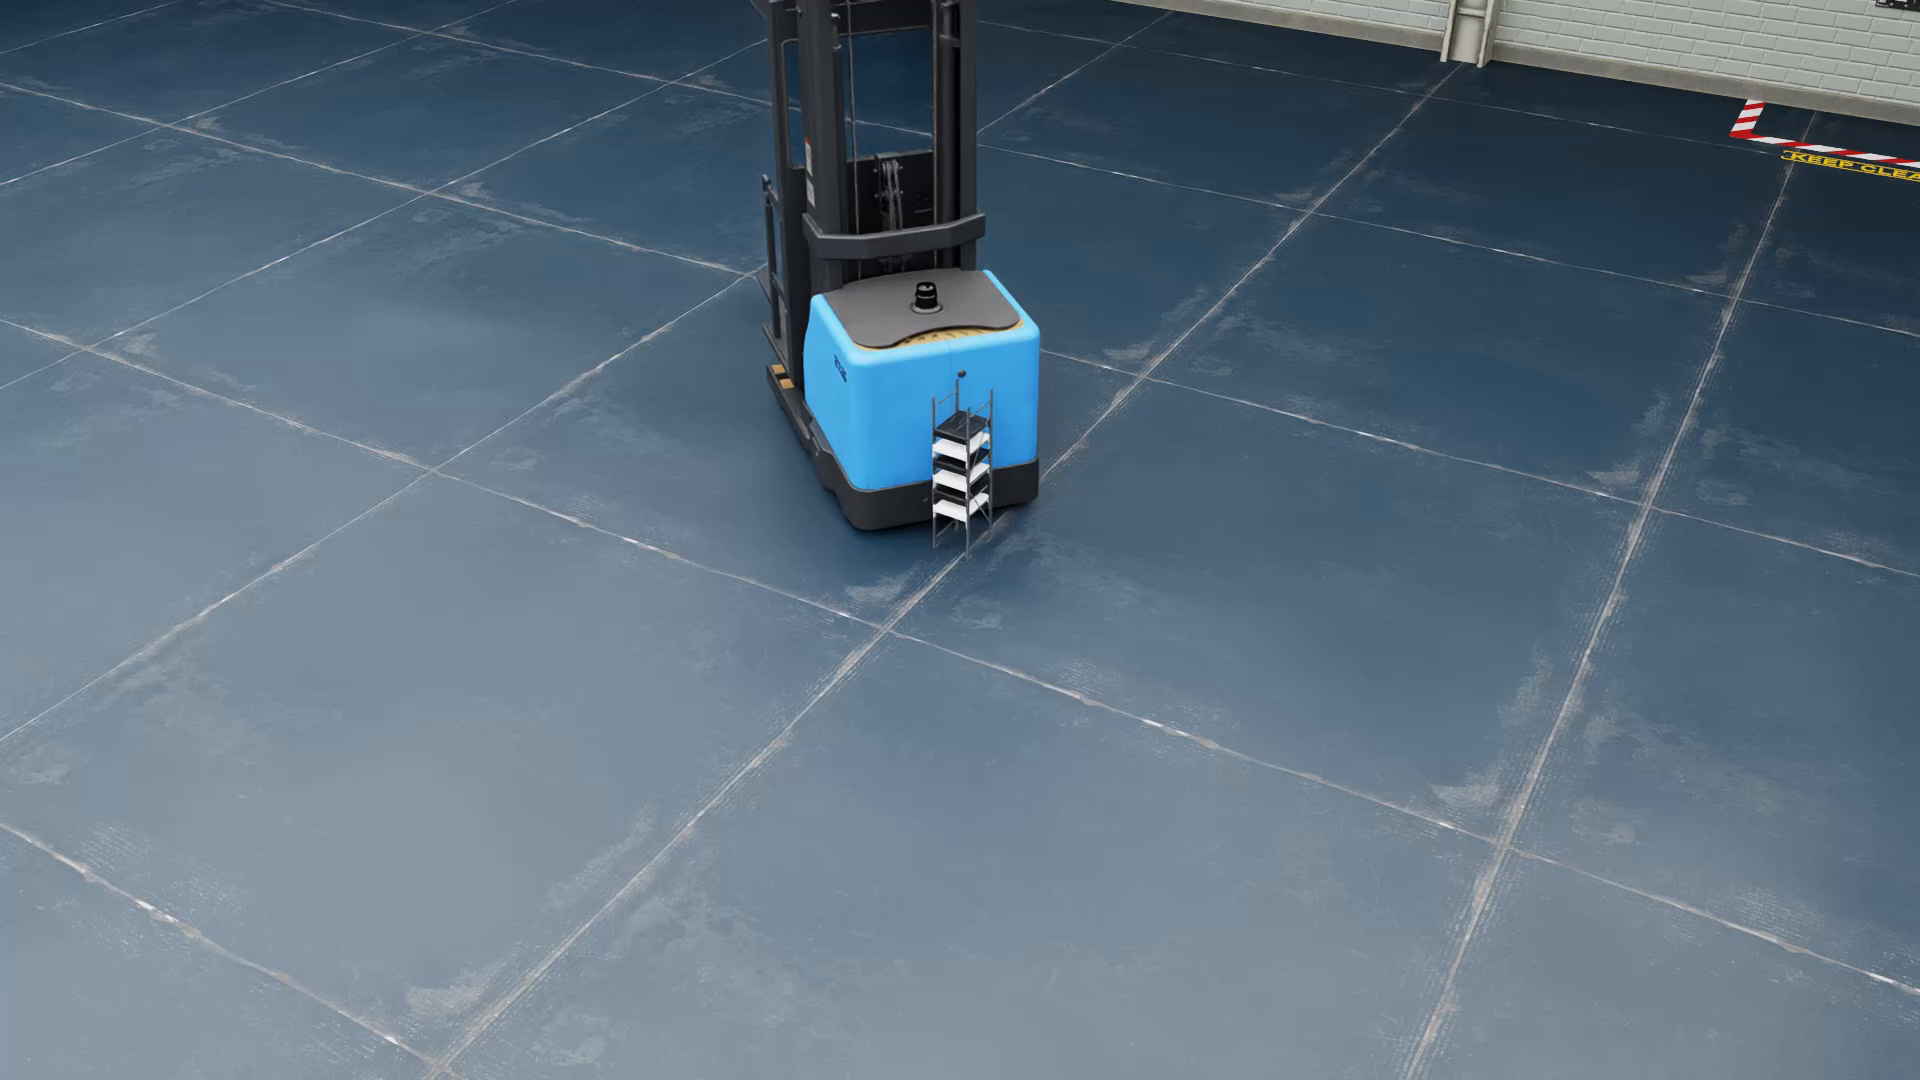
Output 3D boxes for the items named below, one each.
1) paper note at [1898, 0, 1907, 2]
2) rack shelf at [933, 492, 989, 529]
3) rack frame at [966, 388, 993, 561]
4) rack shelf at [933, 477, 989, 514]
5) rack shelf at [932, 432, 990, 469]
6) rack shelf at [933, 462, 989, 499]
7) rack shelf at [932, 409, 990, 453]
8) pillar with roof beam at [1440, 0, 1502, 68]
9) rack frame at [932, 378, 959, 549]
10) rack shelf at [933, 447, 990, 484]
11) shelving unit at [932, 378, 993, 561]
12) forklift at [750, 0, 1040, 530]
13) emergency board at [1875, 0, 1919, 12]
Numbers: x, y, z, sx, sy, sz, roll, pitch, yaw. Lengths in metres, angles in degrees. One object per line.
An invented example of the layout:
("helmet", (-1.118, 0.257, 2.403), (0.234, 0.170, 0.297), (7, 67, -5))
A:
("paper note", (7.663, -4.475, 13.559), (0.142, 0.148, 0.016), (18, 37, 24))
("rack shelf", (0.014, -0.175, 8.586), (0.200, 0.077, 0.258), (19, 38, 26))
("rack frame", (0.100, -0.323, 8.423), (0.006, 0.900, 0.240), (19, 38, 26))
("rack shelf", (0.014, -0.250, 8.537), (0.200, 0.077, 0.258), (19, 38, 26))
("rack shelf", (0.014, -0.475, 8.387), (0.200, 0.077, 0.258), (19, 38, 26))
("rack shelf", (0.014, -0.325, 8.487), (0.200, 0.077, 0.258), (19, 38, 26))
("rack shelf", (0.014, -0.550, 8.337), (0.200, 0.077, 0.258), (19, 38, 26))
("pillar with roof beam", (2.563, -6.138, 9.848), (0.400, 9.000, 9.100), (18, 37, 24))
("rack frame", (-0.073, -0.383, 8.513), (0.006, 0.900, 0.240), (19, 38, 26))
("rack shelf", (0.014, -0.400, 8.437), (0.200, 0.077, 0.258), (19, 38, 26))
("shelving unit", (0.014, -0.353, 8.468), (0.210, 0.900, 0.258), (19, 38, 26))
("forklift", (-0.536, -2.083, 9.234), (1.130, 2.935, 3.031), (-11, 35, -16))
("emergency board", (7.784, -4.771, 13.209), (0.626, 1.169, 0.157), (18, 37, 24))
